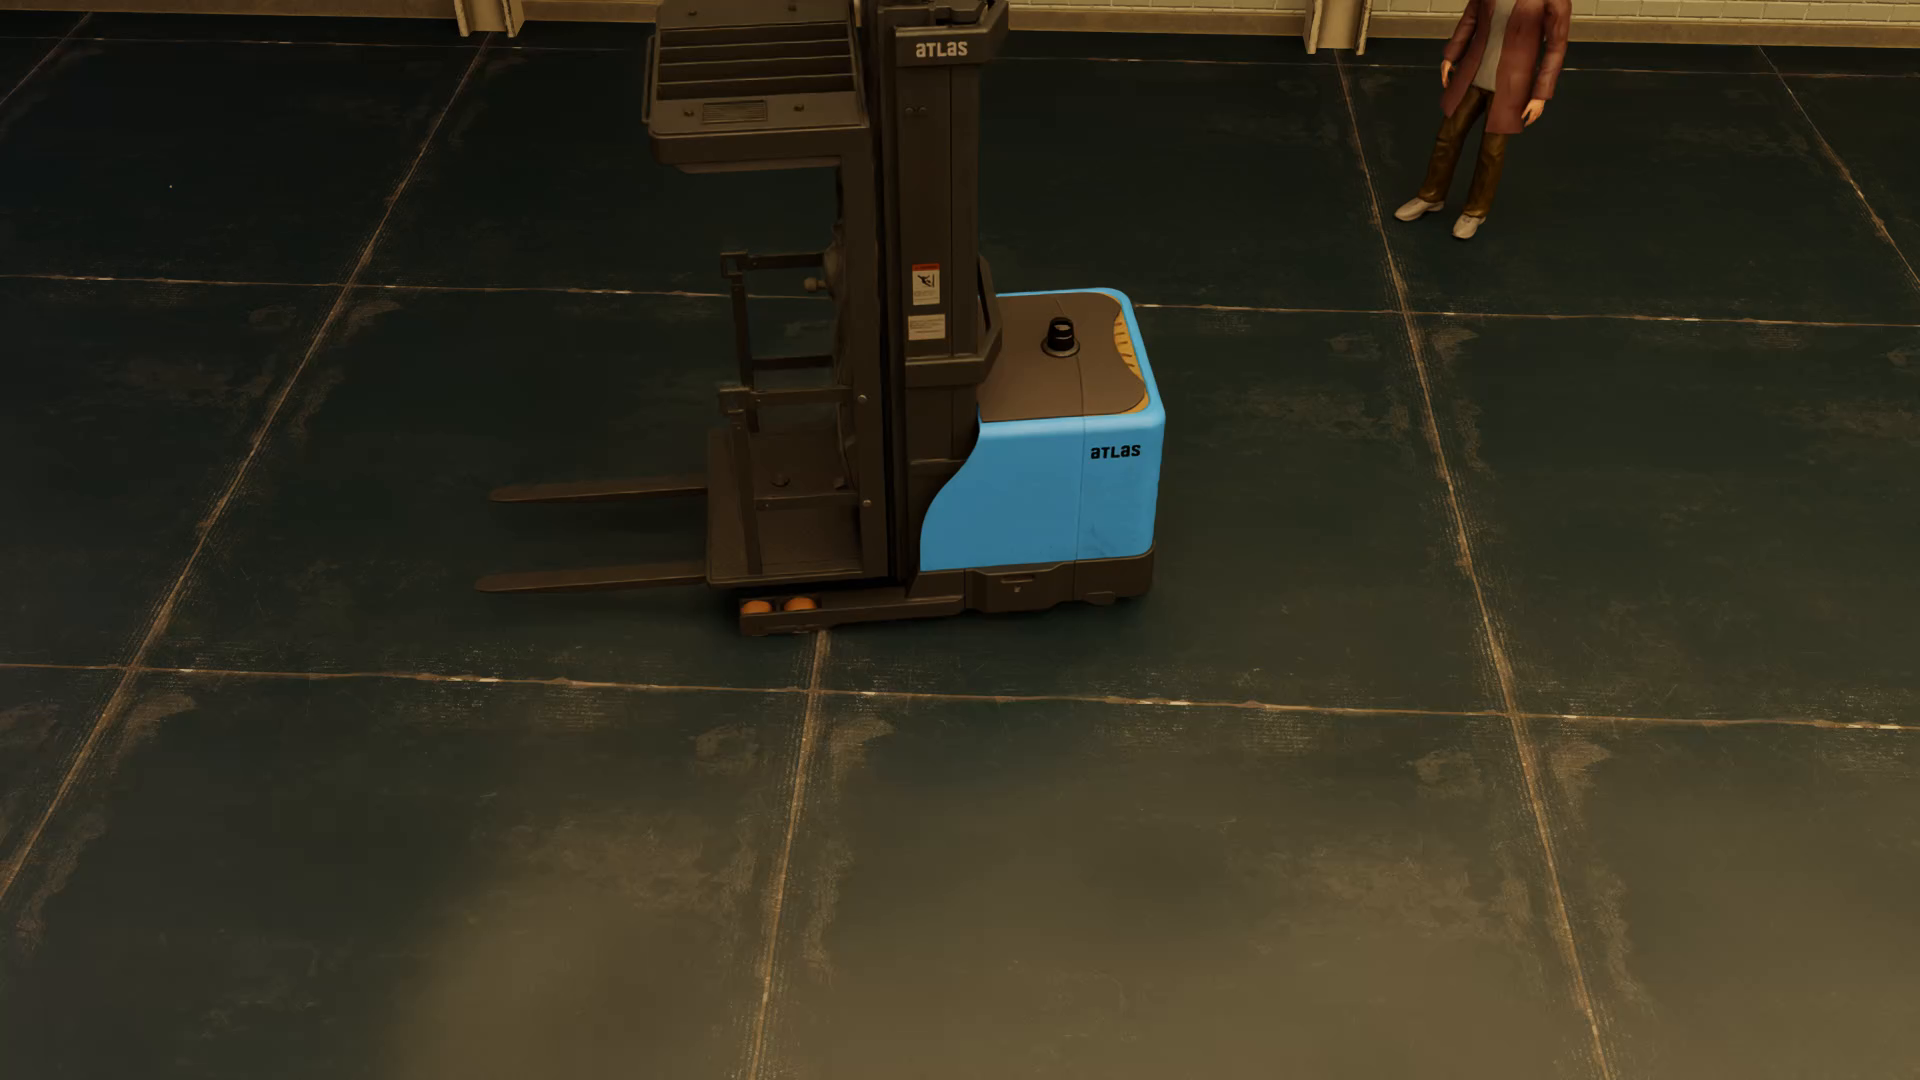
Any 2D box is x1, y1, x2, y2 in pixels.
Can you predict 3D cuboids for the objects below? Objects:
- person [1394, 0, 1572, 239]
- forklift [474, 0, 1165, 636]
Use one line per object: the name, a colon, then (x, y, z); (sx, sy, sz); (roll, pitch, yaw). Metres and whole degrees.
person: (2.992, -2.568, 9.410); (0.520, 1.780, 0.721); (-34, 52, -31)
forklift: (-0.677, -1.027, 6.867); (3.031, 2.935, 1.130); (-4, 43, -4)
